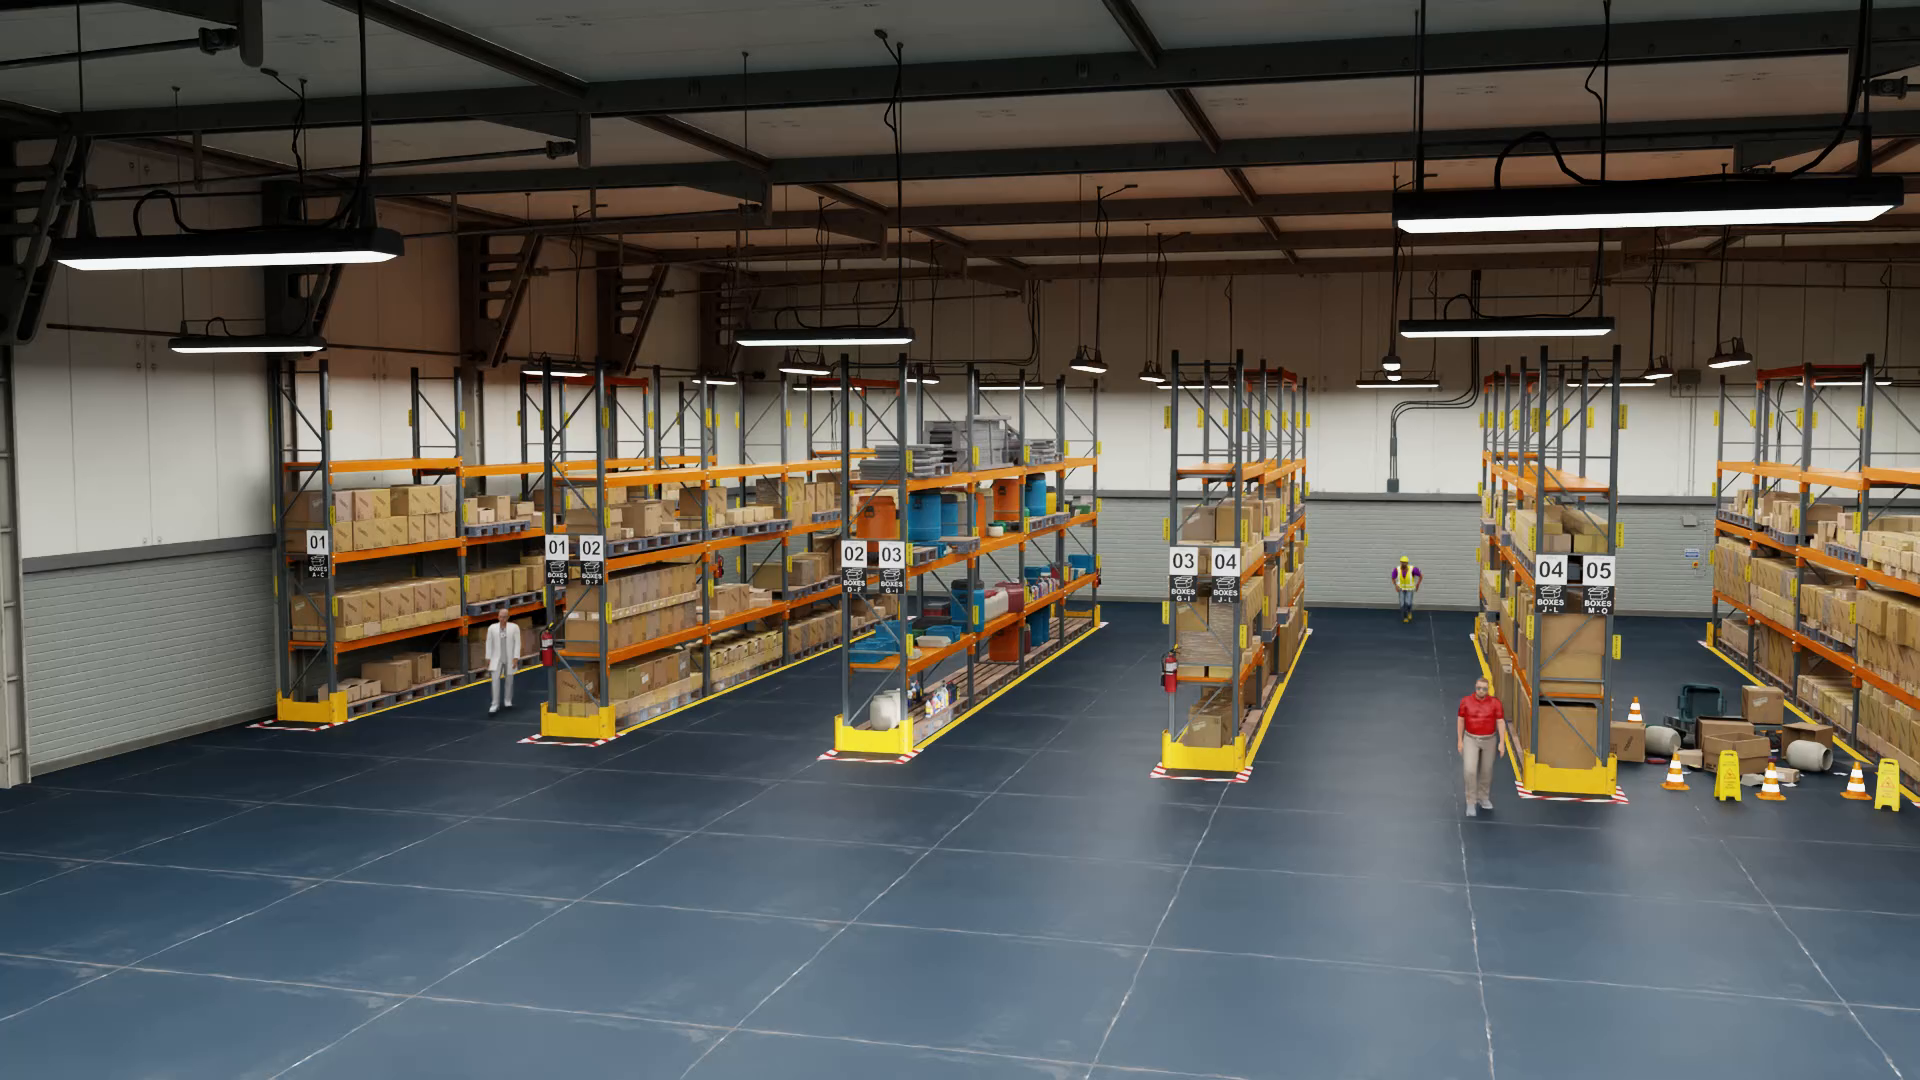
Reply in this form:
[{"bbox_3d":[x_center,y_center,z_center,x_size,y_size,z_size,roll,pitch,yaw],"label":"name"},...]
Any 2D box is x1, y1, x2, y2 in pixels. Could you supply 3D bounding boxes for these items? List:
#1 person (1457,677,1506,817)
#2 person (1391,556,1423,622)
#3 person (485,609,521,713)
[{"bbox_3d":[6.664,2.627,21.258,0.580,1.762,0.639,1,4,13],"label":"person"},{"bbox_3d":[11.029,1.220,41.055,0.744,1.664,0.706,2,4,24],"label":"person"},{"bbox_3d":[-7.856,2.054,28.608,0.599,1.727,1.058,-1,4,-18],"label":"person"}]
